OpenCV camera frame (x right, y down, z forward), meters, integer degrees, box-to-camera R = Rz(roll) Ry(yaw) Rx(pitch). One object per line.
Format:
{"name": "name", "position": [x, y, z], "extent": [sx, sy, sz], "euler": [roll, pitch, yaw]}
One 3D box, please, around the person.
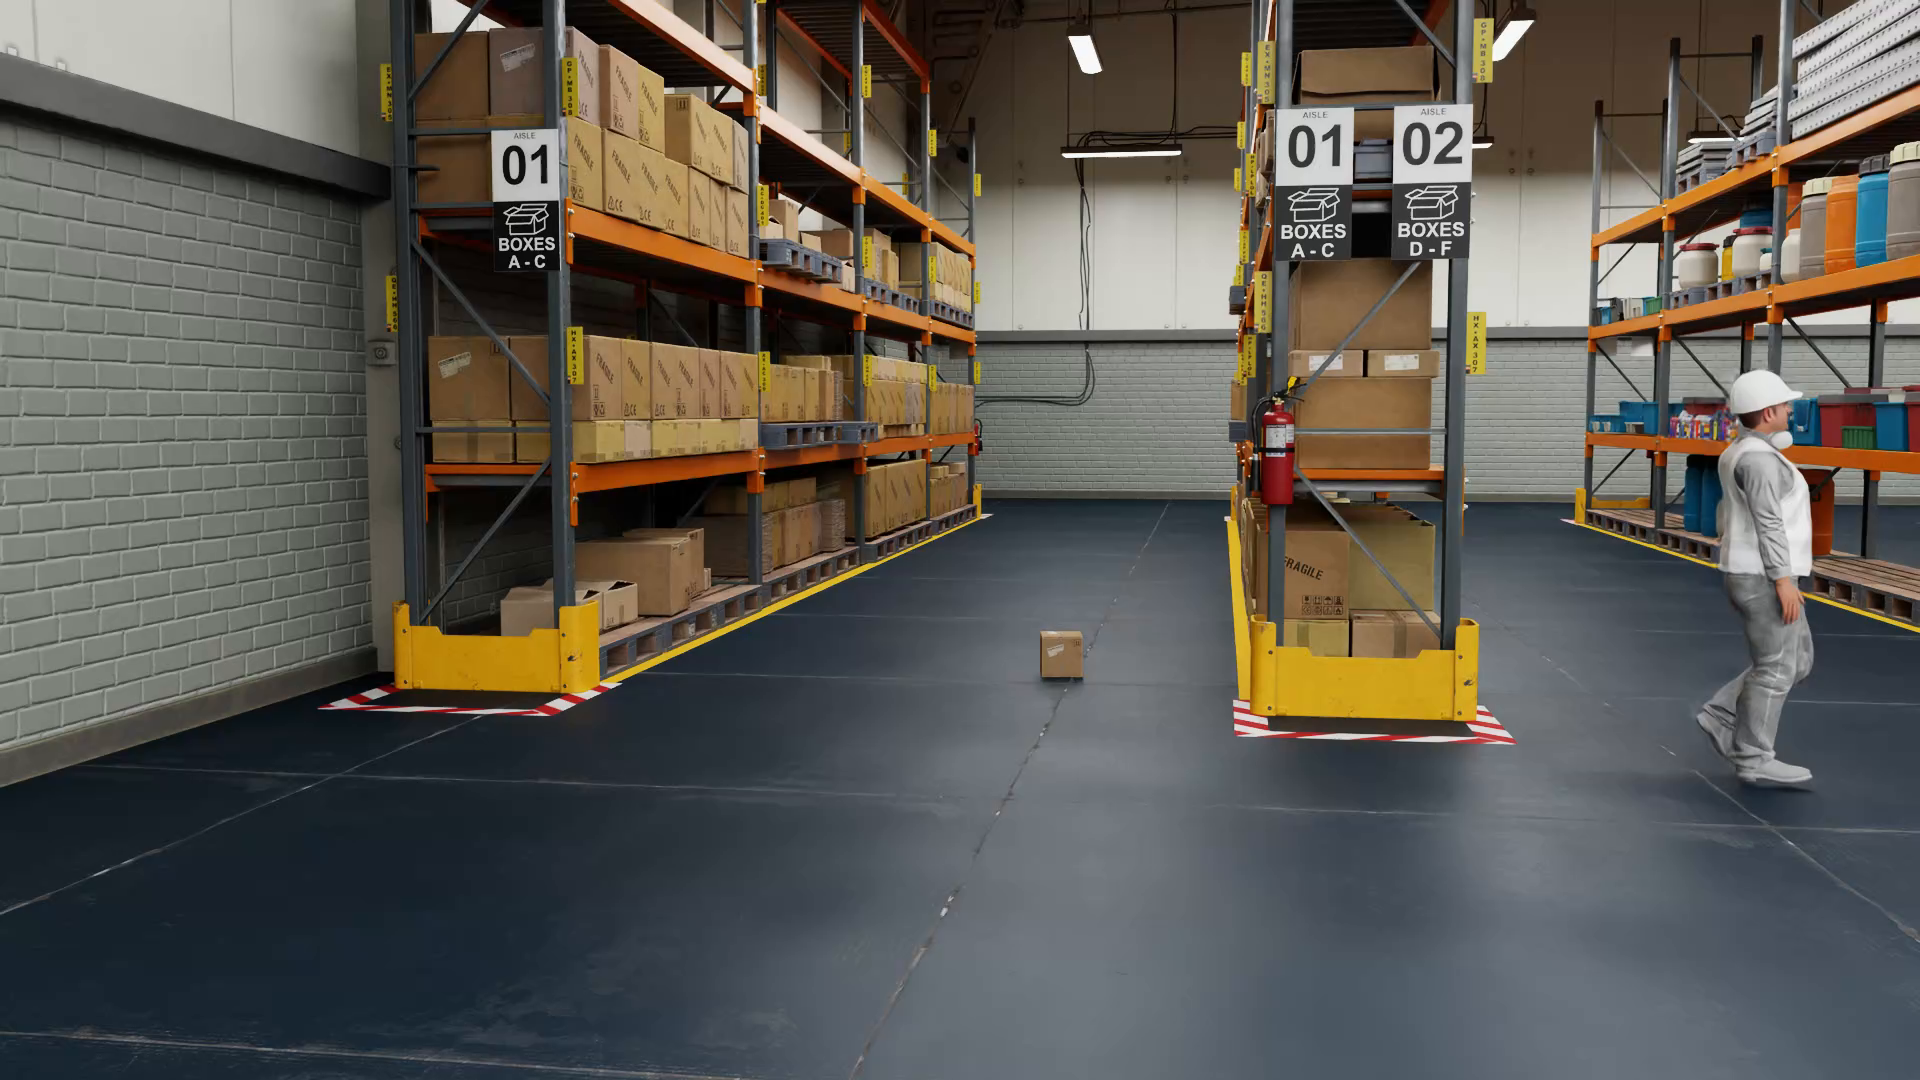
{"name": "person", "position": [3.464, 0.154, 7.171], "extent": [0.476, 1.765, 0.538], "euler": [1, 5, 17]}
